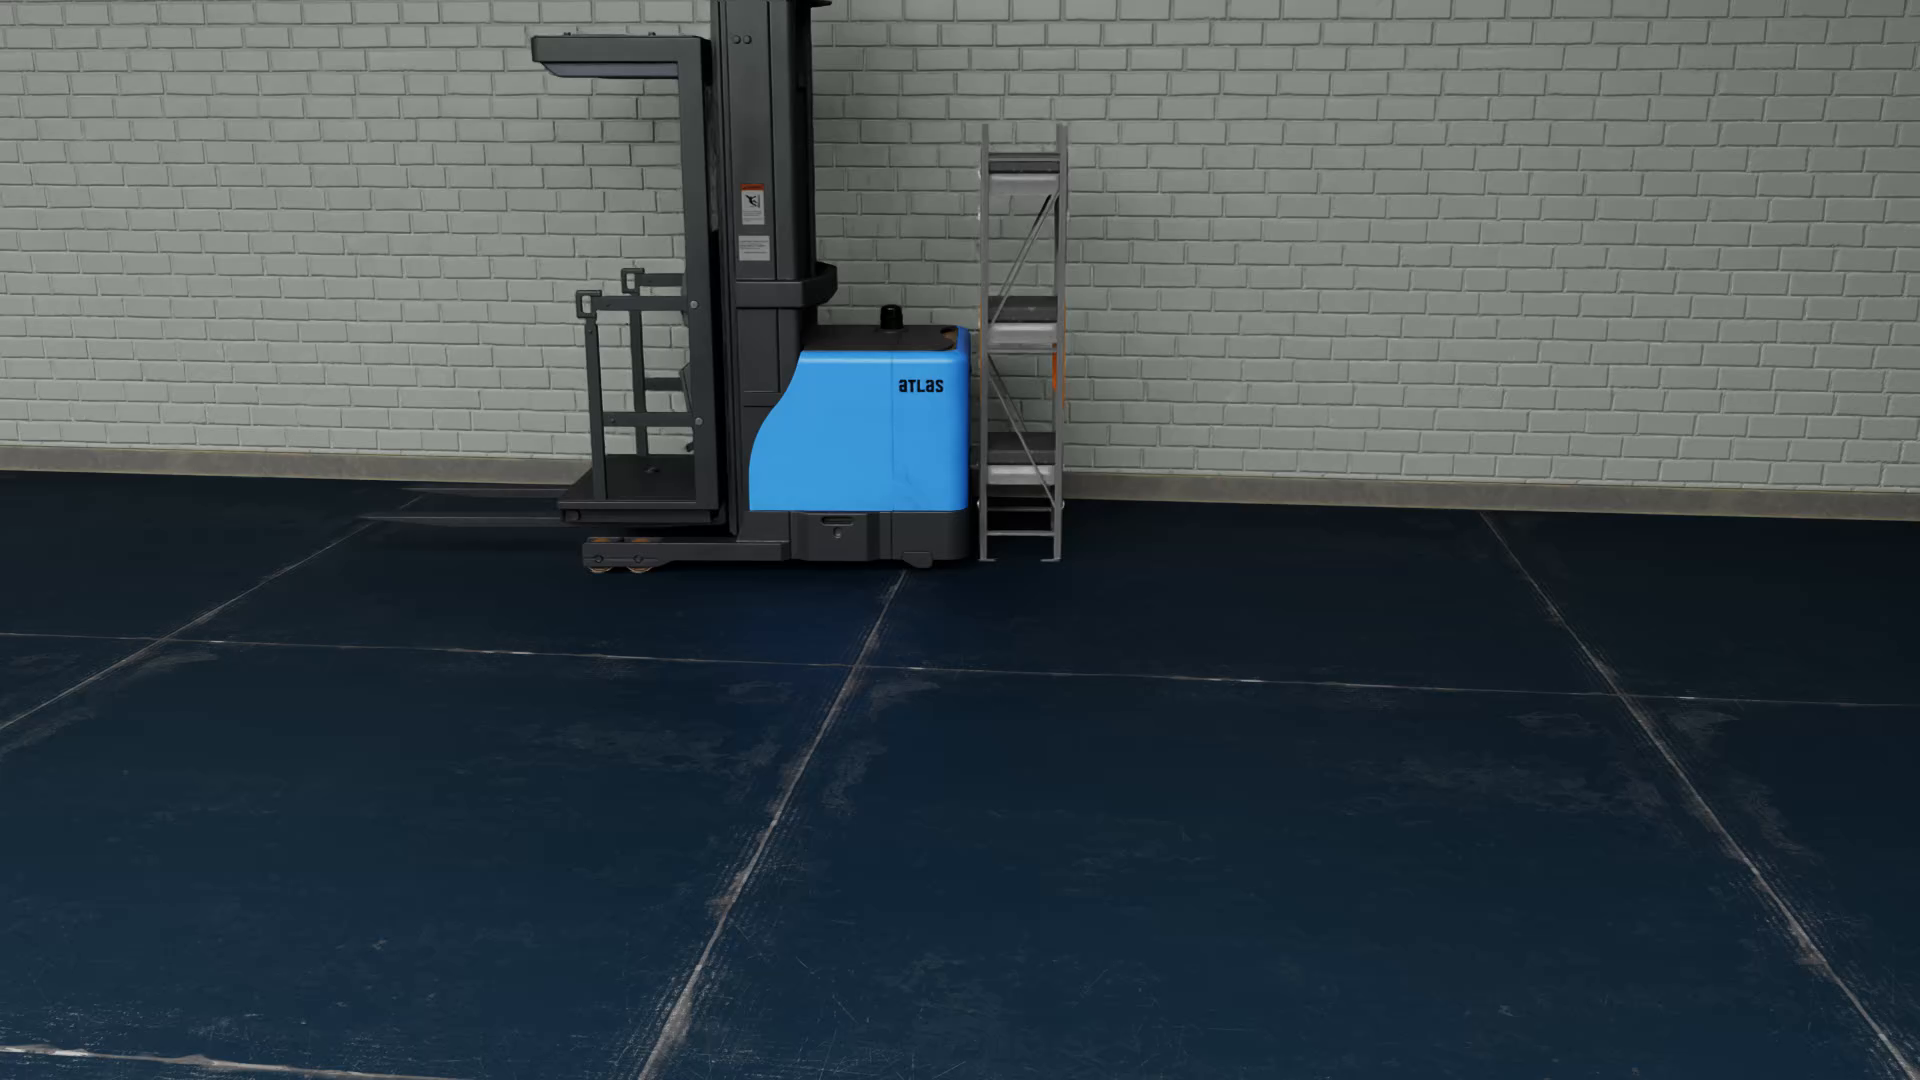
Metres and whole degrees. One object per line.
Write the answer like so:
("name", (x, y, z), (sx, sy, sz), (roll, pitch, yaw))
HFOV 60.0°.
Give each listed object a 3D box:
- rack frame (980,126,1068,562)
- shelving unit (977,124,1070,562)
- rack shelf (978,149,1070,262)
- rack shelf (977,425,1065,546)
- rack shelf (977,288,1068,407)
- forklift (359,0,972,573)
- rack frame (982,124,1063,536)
("rack frame", (0.300, -0.908, 7.997), (0.400, 2.100, 0.015), (0, 15, 1))
("shelving unit", (0.304, -0.972, 8.233), (0.431, 2.100, 0.503), (0, 15, 1))
("rack shelf", (0.304, -1.634, 8.054), (0.431, 0.518, 0.480), (0, 15, 1))
("rack shelf", (0.304, -0.283, 8.419), (0.431, 0.518, 0.480), (0, 15, 1))
("rack shelf", (0.304, -0.958, 8.236), (0.431, 0.518, 0.480), (0, 15, 1))
("forklift", (-1.456, -1.392, 8.195), (3.031, 2.935, 1.130), (0, 15, 1))
("rack frame", (0.308, -1.035, 8.468), (0.400, 2.100, 0.015), (0, 15, 1))
